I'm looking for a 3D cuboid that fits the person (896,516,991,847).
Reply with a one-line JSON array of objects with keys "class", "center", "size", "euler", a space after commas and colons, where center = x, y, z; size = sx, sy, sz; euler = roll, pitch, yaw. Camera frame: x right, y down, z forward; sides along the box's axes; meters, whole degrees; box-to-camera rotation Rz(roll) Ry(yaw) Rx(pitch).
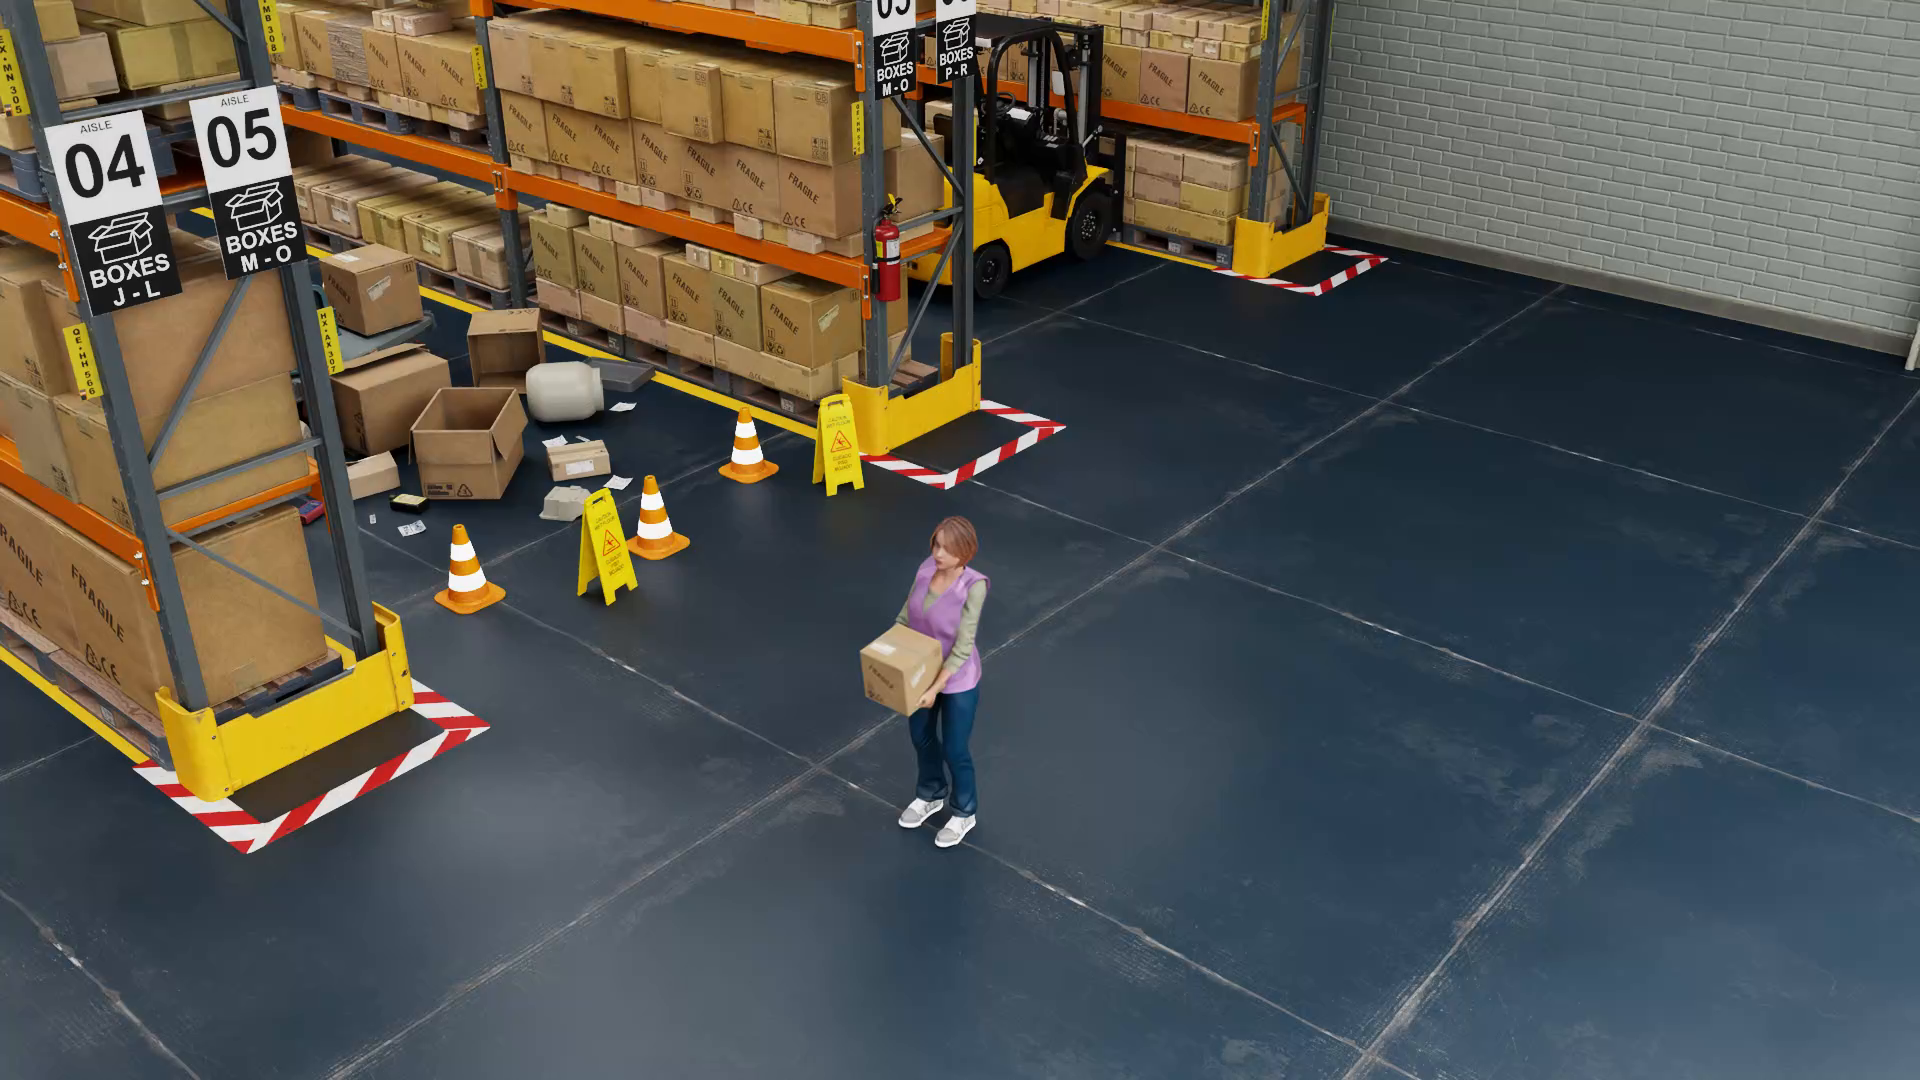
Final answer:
[{"class": "person", "center": [-0.126, 0.654, 7.392], "size": [0.408, 1.589, 0.498], "euler": [21, 34, 34]}]
